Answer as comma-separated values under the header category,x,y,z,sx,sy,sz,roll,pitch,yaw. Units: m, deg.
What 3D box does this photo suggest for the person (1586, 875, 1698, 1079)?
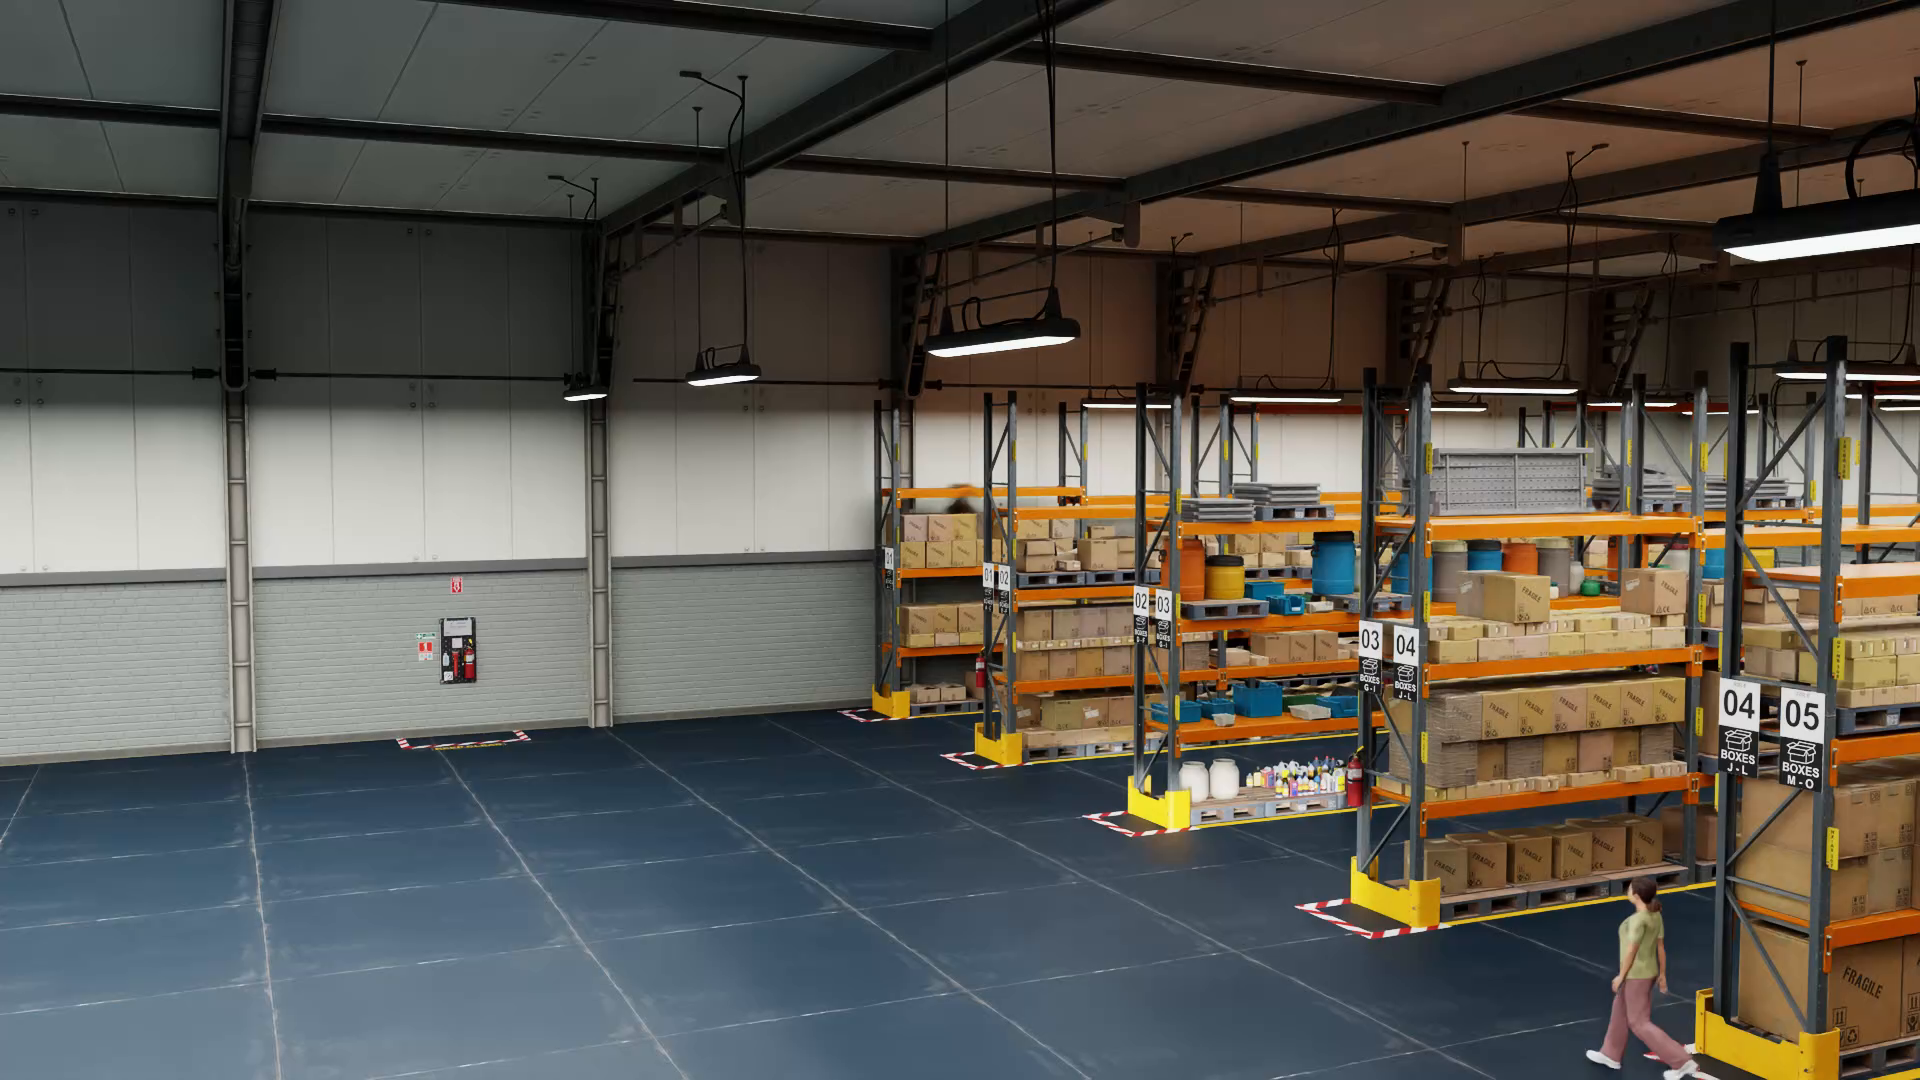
category,x,y,z,sx,sy,sz,roll,pitch,yaw
person,5.541,3.550,13.501,0.952,1.644,0.441,3,4,41
